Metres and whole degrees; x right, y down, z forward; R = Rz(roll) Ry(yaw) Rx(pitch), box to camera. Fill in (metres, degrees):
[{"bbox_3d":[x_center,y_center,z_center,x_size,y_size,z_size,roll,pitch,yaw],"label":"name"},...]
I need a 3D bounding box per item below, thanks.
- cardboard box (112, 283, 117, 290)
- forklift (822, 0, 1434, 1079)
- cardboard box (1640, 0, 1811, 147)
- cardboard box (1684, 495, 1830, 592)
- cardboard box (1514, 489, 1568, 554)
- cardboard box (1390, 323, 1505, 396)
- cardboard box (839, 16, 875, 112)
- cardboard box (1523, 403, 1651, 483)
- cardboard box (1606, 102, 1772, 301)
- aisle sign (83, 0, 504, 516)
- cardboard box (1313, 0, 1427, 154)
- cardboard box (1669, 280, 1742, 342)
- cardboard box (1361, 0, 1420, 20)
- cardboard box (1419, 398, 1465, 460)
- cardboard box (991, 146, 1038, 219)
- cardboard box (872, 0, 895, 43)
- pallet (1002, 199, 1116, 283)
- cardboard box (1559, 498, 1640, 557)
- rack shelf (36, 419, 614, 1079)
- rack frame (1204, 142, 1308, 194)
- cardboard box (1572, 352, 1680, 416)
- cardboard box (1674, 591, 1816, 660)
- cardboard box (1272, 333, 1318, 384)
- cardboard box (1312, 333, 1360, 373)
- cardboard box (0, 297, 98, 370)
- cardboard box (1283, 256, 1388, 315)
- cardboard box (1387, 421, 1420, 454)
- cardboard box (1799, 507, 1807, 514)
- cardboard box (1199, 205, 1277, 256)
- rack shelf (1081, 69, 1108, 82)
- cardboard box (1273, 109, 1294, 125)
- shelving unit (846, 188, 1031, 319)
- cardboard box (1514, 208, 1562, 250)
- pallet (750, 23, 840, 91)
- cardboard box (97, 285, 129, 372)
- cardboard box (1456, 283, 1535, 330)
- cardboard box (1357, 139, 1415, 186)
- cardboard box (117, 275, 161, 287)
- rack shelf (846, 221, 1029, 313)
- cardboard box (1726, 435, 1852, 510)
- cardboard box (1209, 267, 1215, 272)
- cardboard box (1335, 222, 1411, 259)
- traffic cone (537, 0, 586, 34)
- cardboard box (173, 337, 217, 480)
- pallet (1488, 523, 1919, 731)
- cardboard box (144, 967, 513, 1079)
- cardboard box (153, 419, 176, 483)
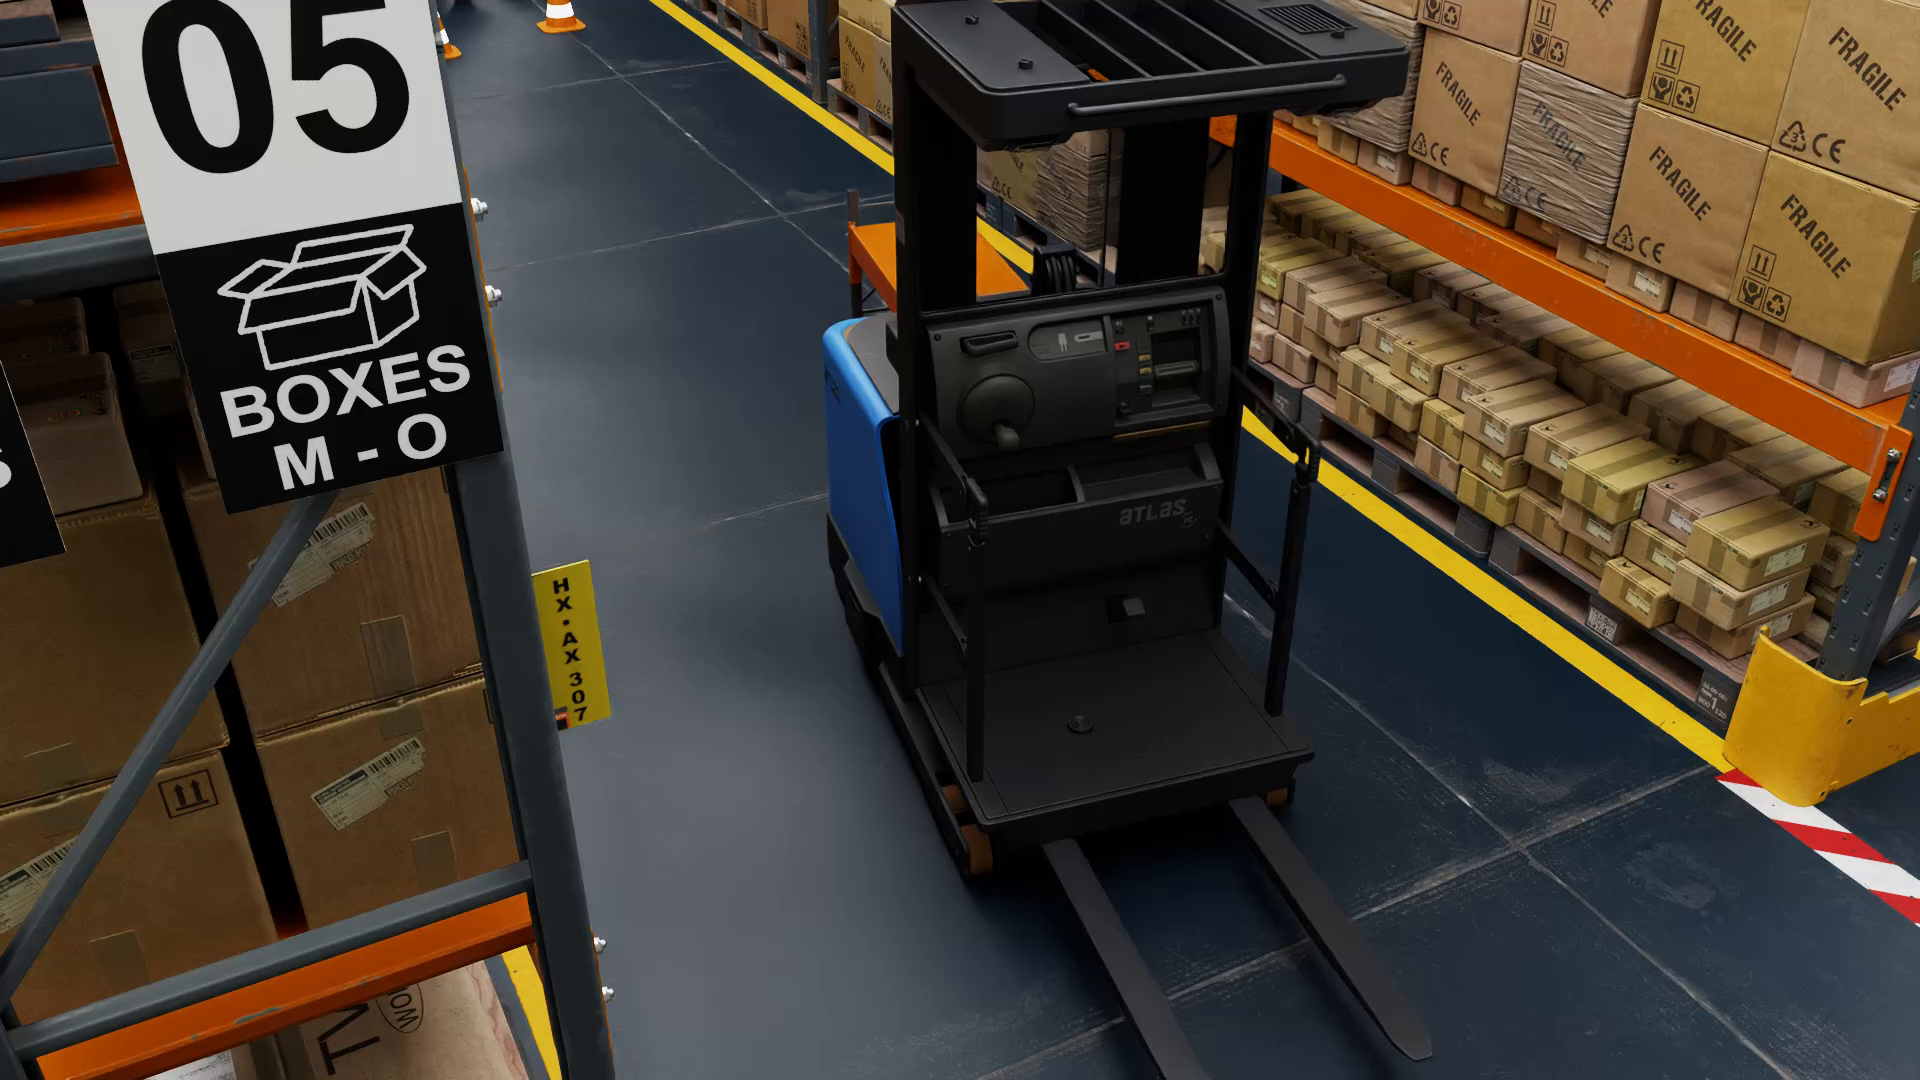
[{"bbox_3d":[-2.796,-0.703,4.974,0.500,0.500,0.500,-16,36,-23],"label":"cardboard box"},{"bbox_3d":[0.431,-0.442,4.723,1.130,2.935,3.031,-10,34,-15],"label":"forklift"},{"bbox_3d":[2.513,-1.562,5.113,0.500,0.500,0.500,-17,36,-25],"label":"cardboard box"},{"bbox_3d":[2.711,0.008,5.659,0.380,0.149,0.250,-15,36,-23],"label":"cardboard box"},{"bbox_3d":[2.369,-0.111,6.396,0.380,0.149,0.250,-15,36,-23],"label":"cardboard box"},{"bbox_3d":[2.001,-0.743,6.832,0.380,0.149,0.250,-16,36,-23],"label":"cardboard box"},{"bbox_3d":[-0.443,-3.117,10.762,0.500,0.500,0.500,-17,37,-25],"label":"cardboard box"},{"bbox_3d":[2.347,-0.358,6.229,0.380,0.149,0.250,-17,37,-25],"label":"cardboard box"},{"bbox_3d":[2.510,-1.140,5.381,0.500,0.500,0.500,-16,36,-24],"label":"cardboard box"},{"bbox_3d":[-0.859,-0.416,2.209,0.394,0.787,0.004,-16,36,-23],"label":"aisle sign"},{"bbox_3d":[1.765,-1.869,6.518,0.500,0.500,0.500,-17,36,-24],"label":"cardboard box"},{"bbox_3d":[2.567,-0.799,5.449,0.380,0.149,0.250,-16,36,-24],"label":"cardboard box"},{"bbox_3d":[1.775,-2.305,6.272,0.500,0.500,0.500,-15,36,-22],"label":"cardboard box"},{"bbox_3d":[2.084,-0.476,6.691,0.380,0.149,0.250,-14,35,-21],"label":"cardboard box"},{"bbox_3d":[0.511,-2.144,9.244,0.500,0.500,0.500,-17,36,-24],"label":"cardboard box"},{"bbox_3d":[-0.204,-3.202,10.200,0.500,0.250,0.500,-16,36,-24],"label":"cardboard box"},{"bbox_3d":[0.953,-1.682,9.180,1.003,0.211,1.213,-16,36,-23],"label":"pallet"},{"bbox_3d":[2.440,-0.106,6.112,0.380,0.149,0.250,-17,37,-25],"label":"cardboard box"},{"bbox_3d":[-2.082,0.066,4.534,1.077,0.370,4.000,-16,36,-23],"label":"rack shelf"},{"bbox_3d":[1.317,-2.485,7.848,1.000,3.000,0.127,-16,36,-23],"label":"rack frame"},{"bbox_3d":[2.690,-0.625,6.646,0.380,0.149,0.250,-14,35,-21],"label":"cardboard box"},{"bbox_3d":[2.752,0.249,5.835,0.380,0.149,0.250,-15,36,-22],"label":"cardboard box"},{"bbox_3d":[1.651,-0.866,7.574,0.380,0.149,0.250,-17,36,-24],"label":"cardboard box"},{"bbox_3d":[1.777,-0.861,7.291,0.380,0.149,0.250,-14,35,-21],"label":"cardboard box"},{"bbox_3d":[-1.634,-0.255,2.747,0.380,0.149,0.250,-15,36,-22],"label":"cardboard box"},{"bbox_3d":[1.674,-1.122,7.423,0.380,0.149,0.250,-17,36,-24],"label":"cardboard box"},{"bbox_3d":[2.034,-0.492,6.991,0.380,0.149,0.250,-15,36,-22],"label":"cardboard box"},{"bbox_3d":[3.087,-0.137,6.162,0.380,0.149,0.250,-16,36,-23],"label":"cardboard box"},{"bbox_3d":[1.295,-1.496,8.006,0.380,0.149,0.250,-14,35,-21],"label":"cardboard box"},{"bbox_3d":[0.385,-3.137,9.532,1.077,0.370,4.000,-16,36,-23],"label":"rack shelf"},{"bbox_3d":[1.517,-1.943,7.235,0.380,0.149,0.250,-18,37,-25],"label":"cardboard box"},{"bbox_3d":[-0.074,-0.766,6.902,0.538,1.125,1.048,-10,34,-15],"label":"shelving unit"},{"bbox_3d":[2.258,-1.192,6.063,0.380,0.149,0.250,-17,37,-25],"label":"cardboard box"},{"bbox_3d":[-0.849,-3.615,12.197,1.003,0.211,1.213,-16,36,-23],"label":"pallet"},{"bbox_3d":[-2.082,-0.395,3.567,0.500,0.500,0.500,-16,36,-23],"label":"cardboard box"},{"bbox_3d":[2.387,-1.004,7.238,0.380,0.149,0.250,-17,36,-25],"label":"cardboard box"},{"bbox_3d":[1.817,-1.546,6.615,0.380,0.149,0.250,-14,35,-21],"label":"cardboard box"},{"bbox_3d":[-1.369,-0.292,3.405,0.500,0.500,0.500,-17,36,-24],"label":"cardboard box"},{"bbox_3d":[-0.074,-1.012,6.744,0.538,0.278,1.000,-10,34,-15],"label":"rack shelf"},{"bbox_3d":[3.004,-0.240,6.046,0.380,0.149,0.250,-15,36,-22],"label":"cardboard box"},{"bbox_3d":[1.401,-1.235,7.875,0.380,0.149,0.250,-16,36,-23],"label":"cardboard box"},{"bbox_3d":[1.990,-1.379,7.823,0.380,0.149,0.250,-16,36,-24],"label":"cardboard box"},{"bbox_3d":[-3.123,-4.215,12.900,0.336,0.463,0.334,-16,36,-23],"label":"traffic cone"},{"bbox_3d":[-1.070,-0.258,2.752,0.380,0.149,0.250,-15,36,-22],"label":"cardboard box"},{"bbox_3d":[2.799,0.165,6.297,1.003,0.211,1.213,-16,36,-23],"label":"pallet"},{"bbox_3d":[-1.546,1.329,3.880,0.875,0.438,0.875,-17,36,-25],"label":"cardboard box"},{"bbox_3d":[-1.849,-0.343,4.412,0.500,0.500,0.500,-15,35,-22],"label":"cardboard box"}]
